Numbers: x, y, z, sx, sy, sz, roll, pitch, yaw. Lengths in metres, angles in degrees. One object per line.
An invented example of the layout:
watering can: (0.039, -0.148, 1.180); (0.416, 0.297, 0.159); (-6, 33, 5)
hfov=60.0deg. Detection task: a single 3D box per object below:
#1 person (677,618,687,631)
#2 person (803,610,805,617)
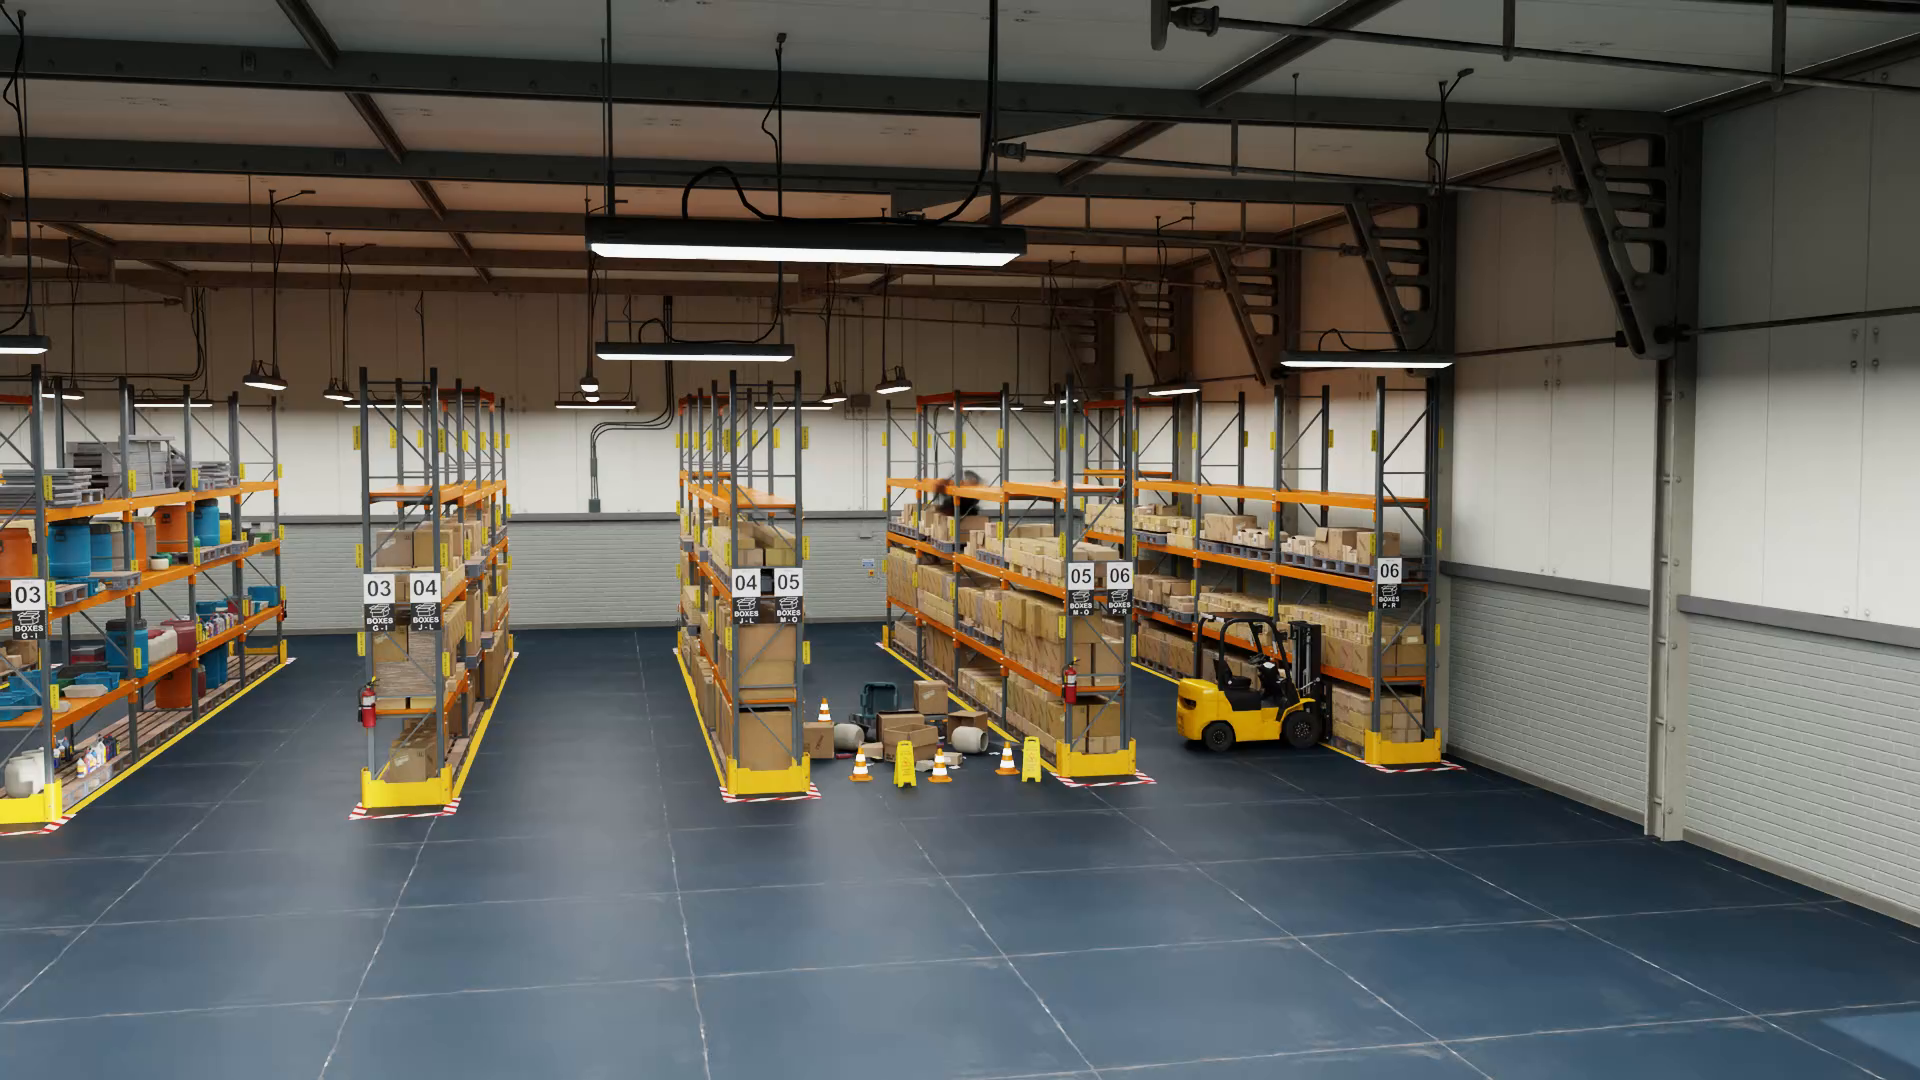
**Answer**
person: (-6.601, 2.095, 40.523); (0.554, 1.003, 0.424); (0, 3, 2)
person: (-3.813, 1.545, 37.566); (0.593, 0.812, 0.490); (-1, 3, -11)
